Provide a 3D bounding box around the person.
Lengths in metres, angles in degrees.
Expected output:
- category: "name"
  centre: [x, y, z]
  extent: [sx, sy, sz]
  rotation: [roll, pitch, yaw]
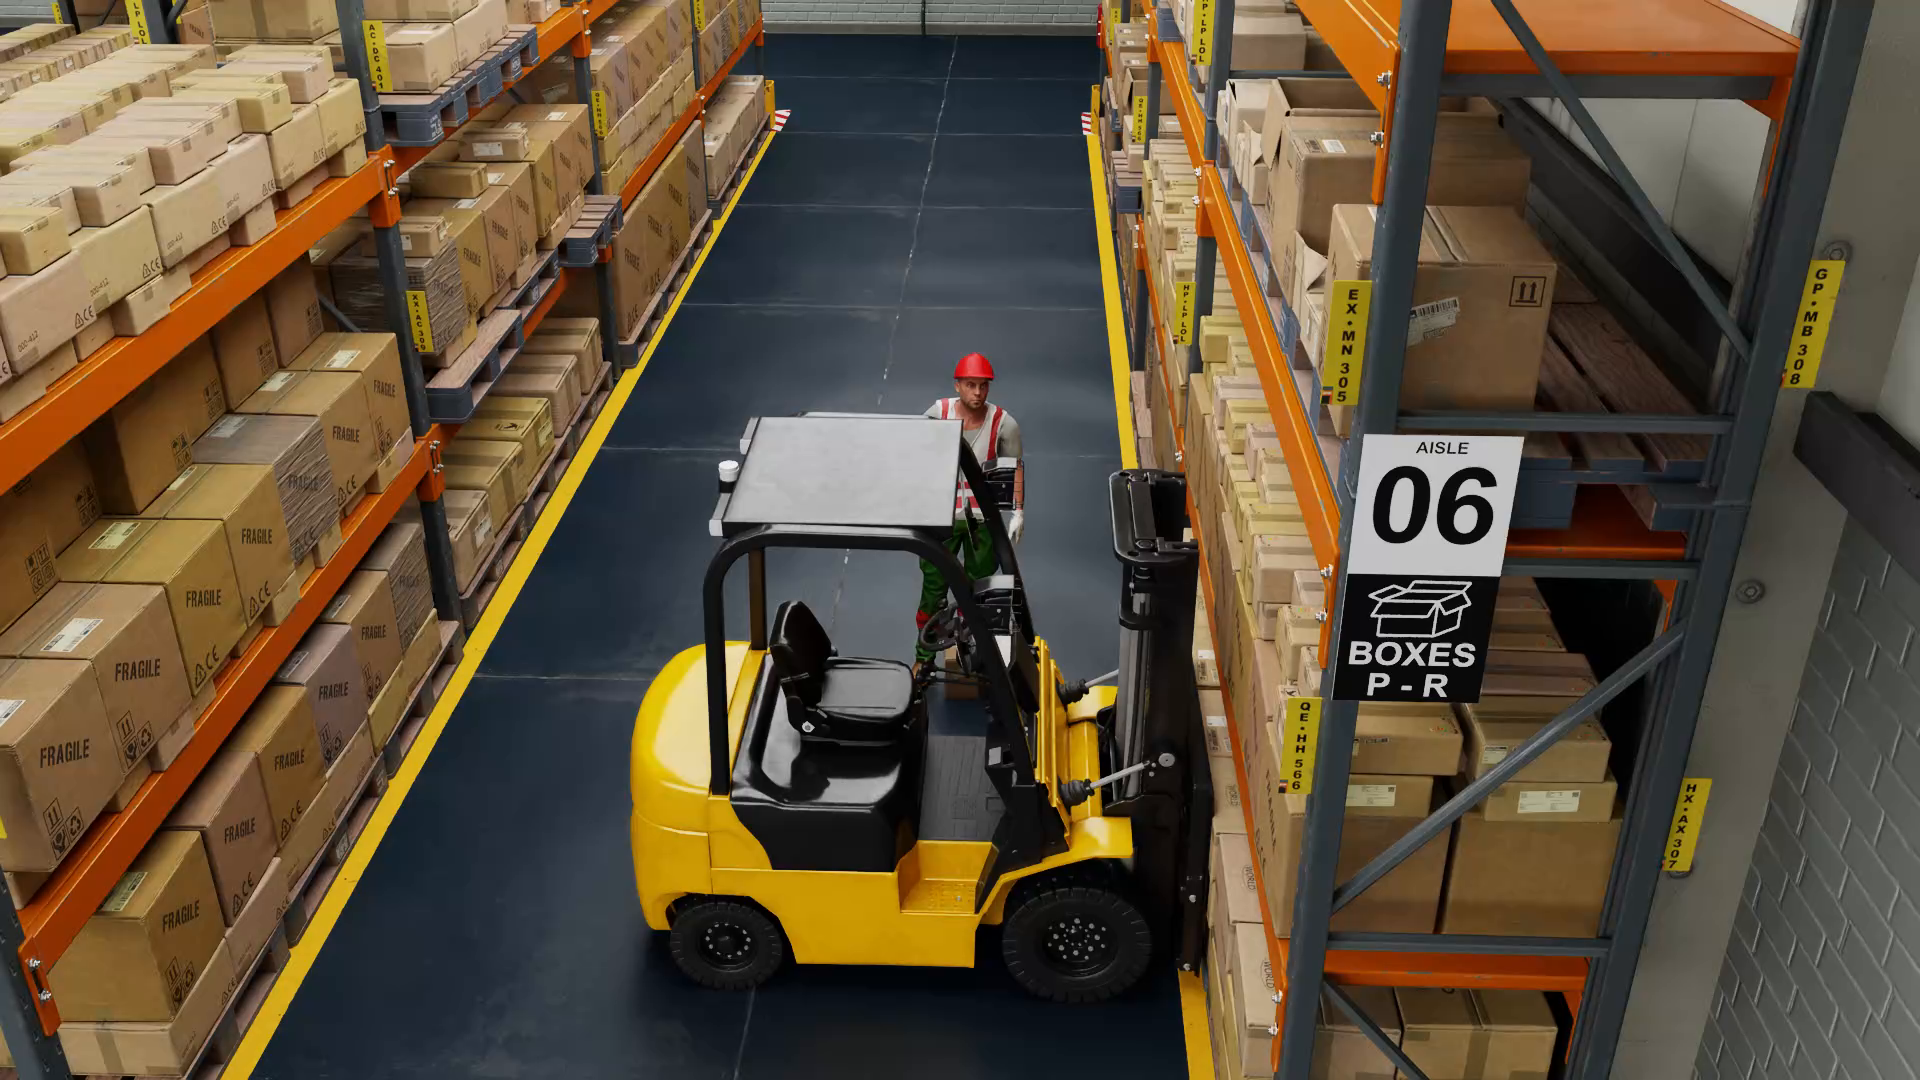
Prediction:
- category: "person"
  centre: [0.018, -0.096, 8.756]
  extent: [0.637, 1.787, 0.565]
  rotation: [1, 28, 2]
